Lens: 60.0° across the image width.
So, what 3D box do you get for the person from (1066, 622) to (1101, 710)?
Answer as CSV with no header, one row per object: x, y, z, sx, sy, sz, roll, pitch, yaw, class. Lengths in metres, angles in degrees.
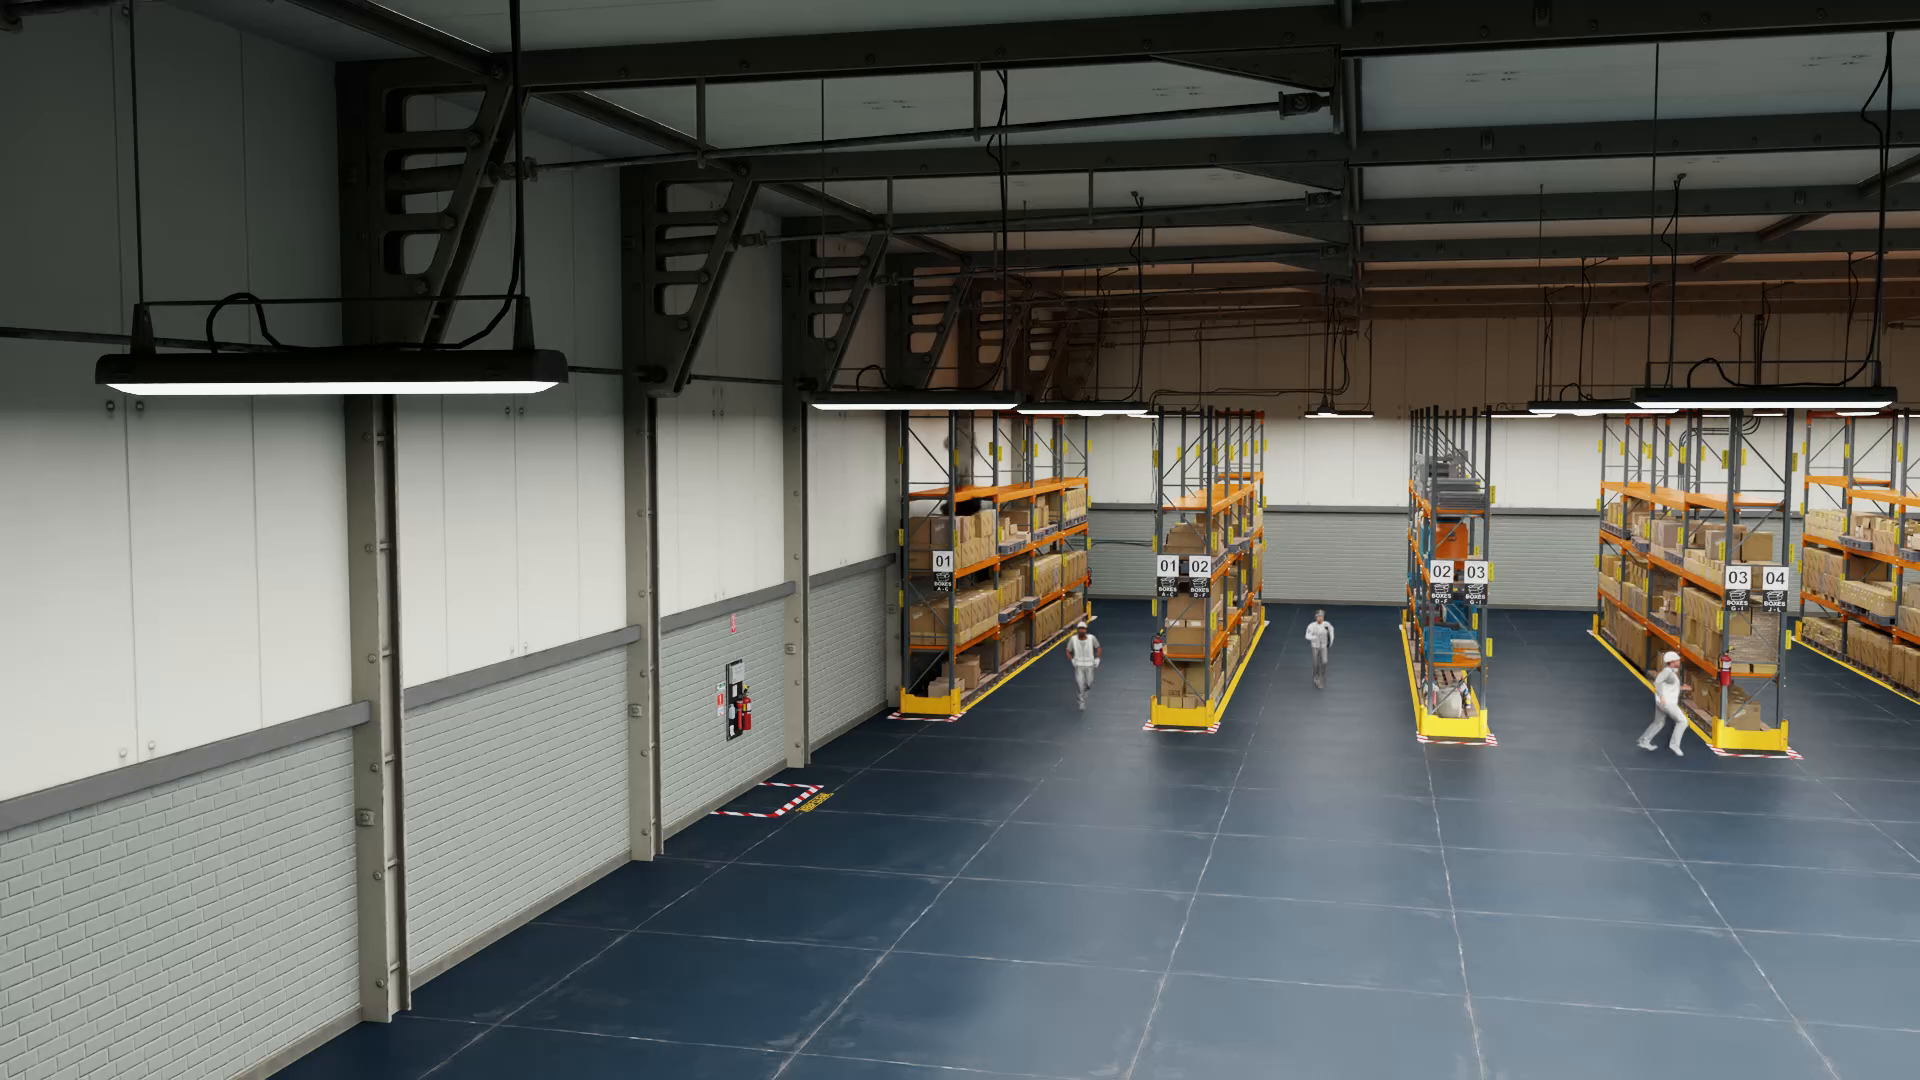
2.450,2.488,33.015,0.695,1.745,0.676,0,4,2,person

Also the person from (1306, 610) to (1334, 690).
7.704,2.333,35.620,0.639,1.705,0.811,0,4,1,person

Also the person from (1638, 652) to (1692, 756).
12.135,2.809,28.579,0.858,1.801,0.650,1,4,17,person
